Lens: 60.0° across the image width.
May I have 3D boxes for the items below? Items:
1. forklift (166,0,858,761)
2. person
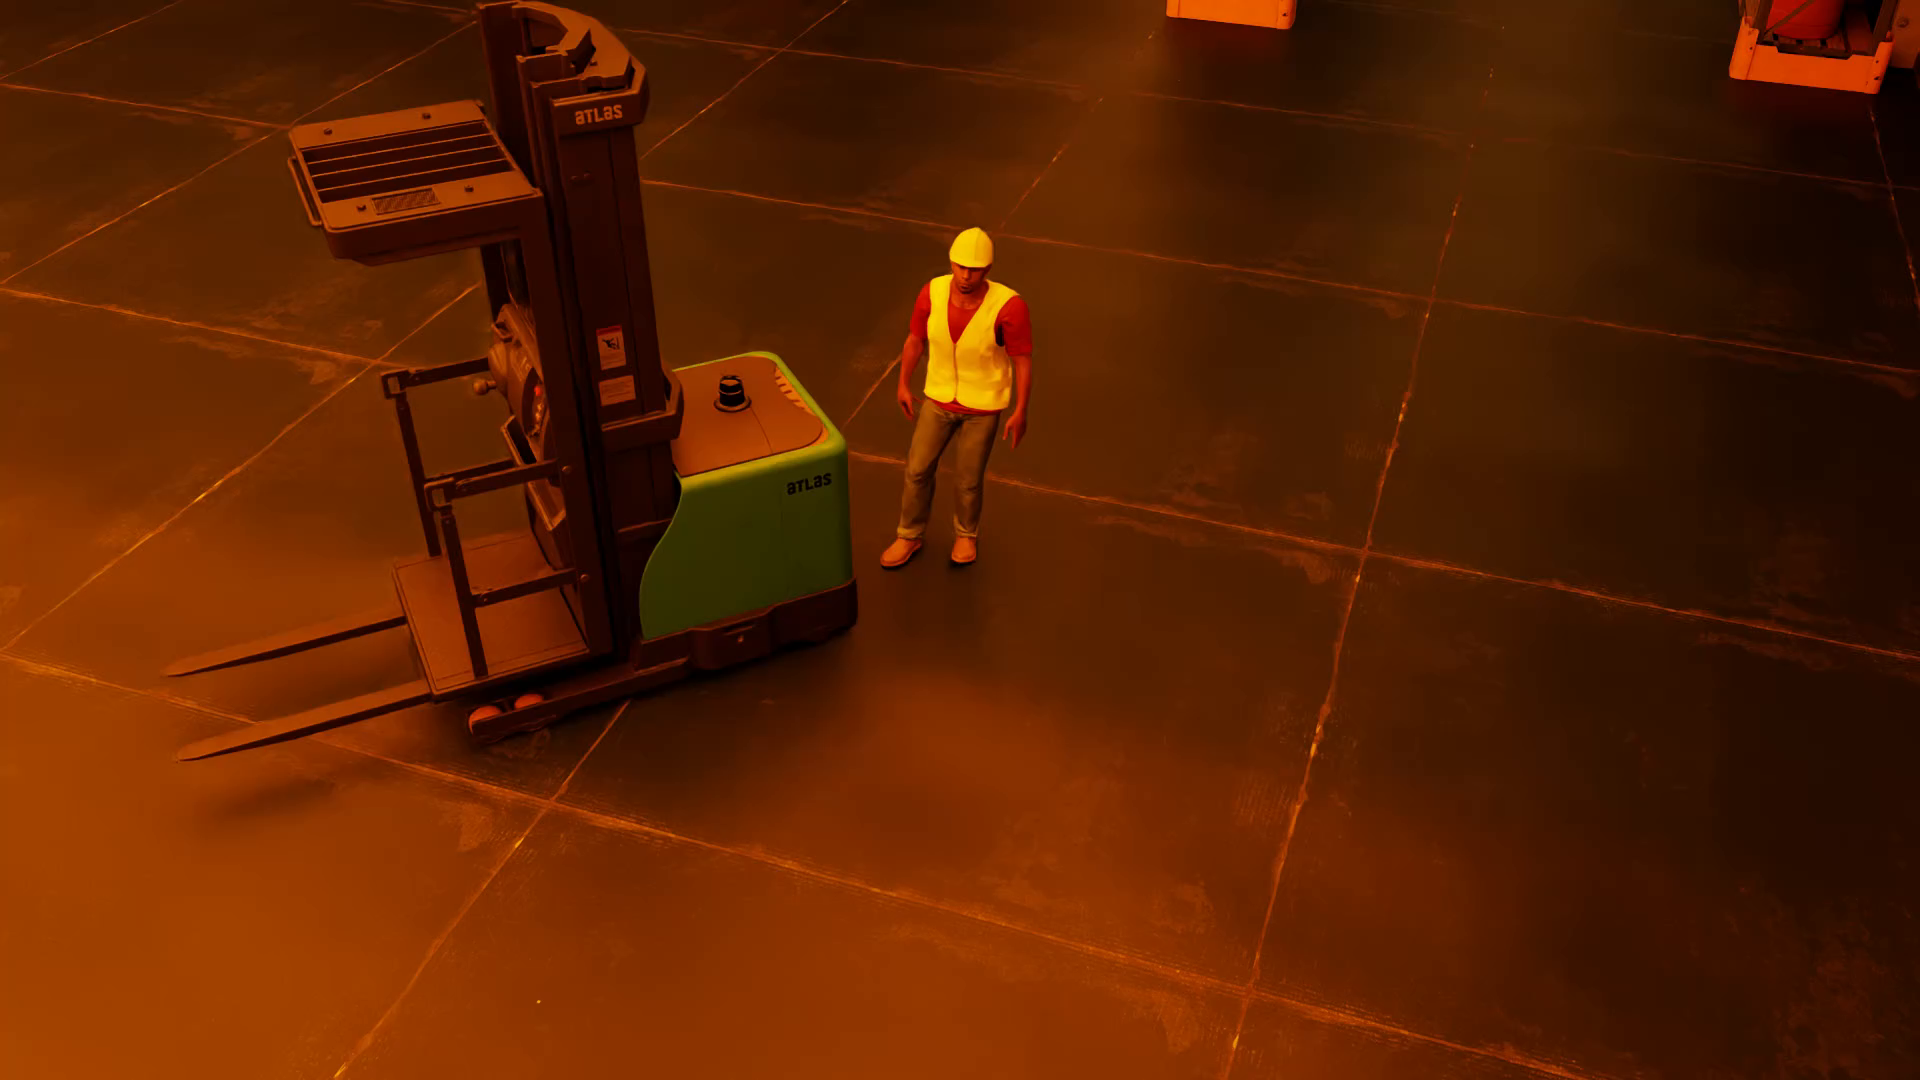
[{"bbox_3d":[-2.049,-0.643,7.018,3.031,2.935,1.130,-15,38,-21],"label":"forklift"},{"bbox_3d":[-0.009,-0.645,8.047,0.689,1.753,0.573,13,37,18],"label":"person"}]
